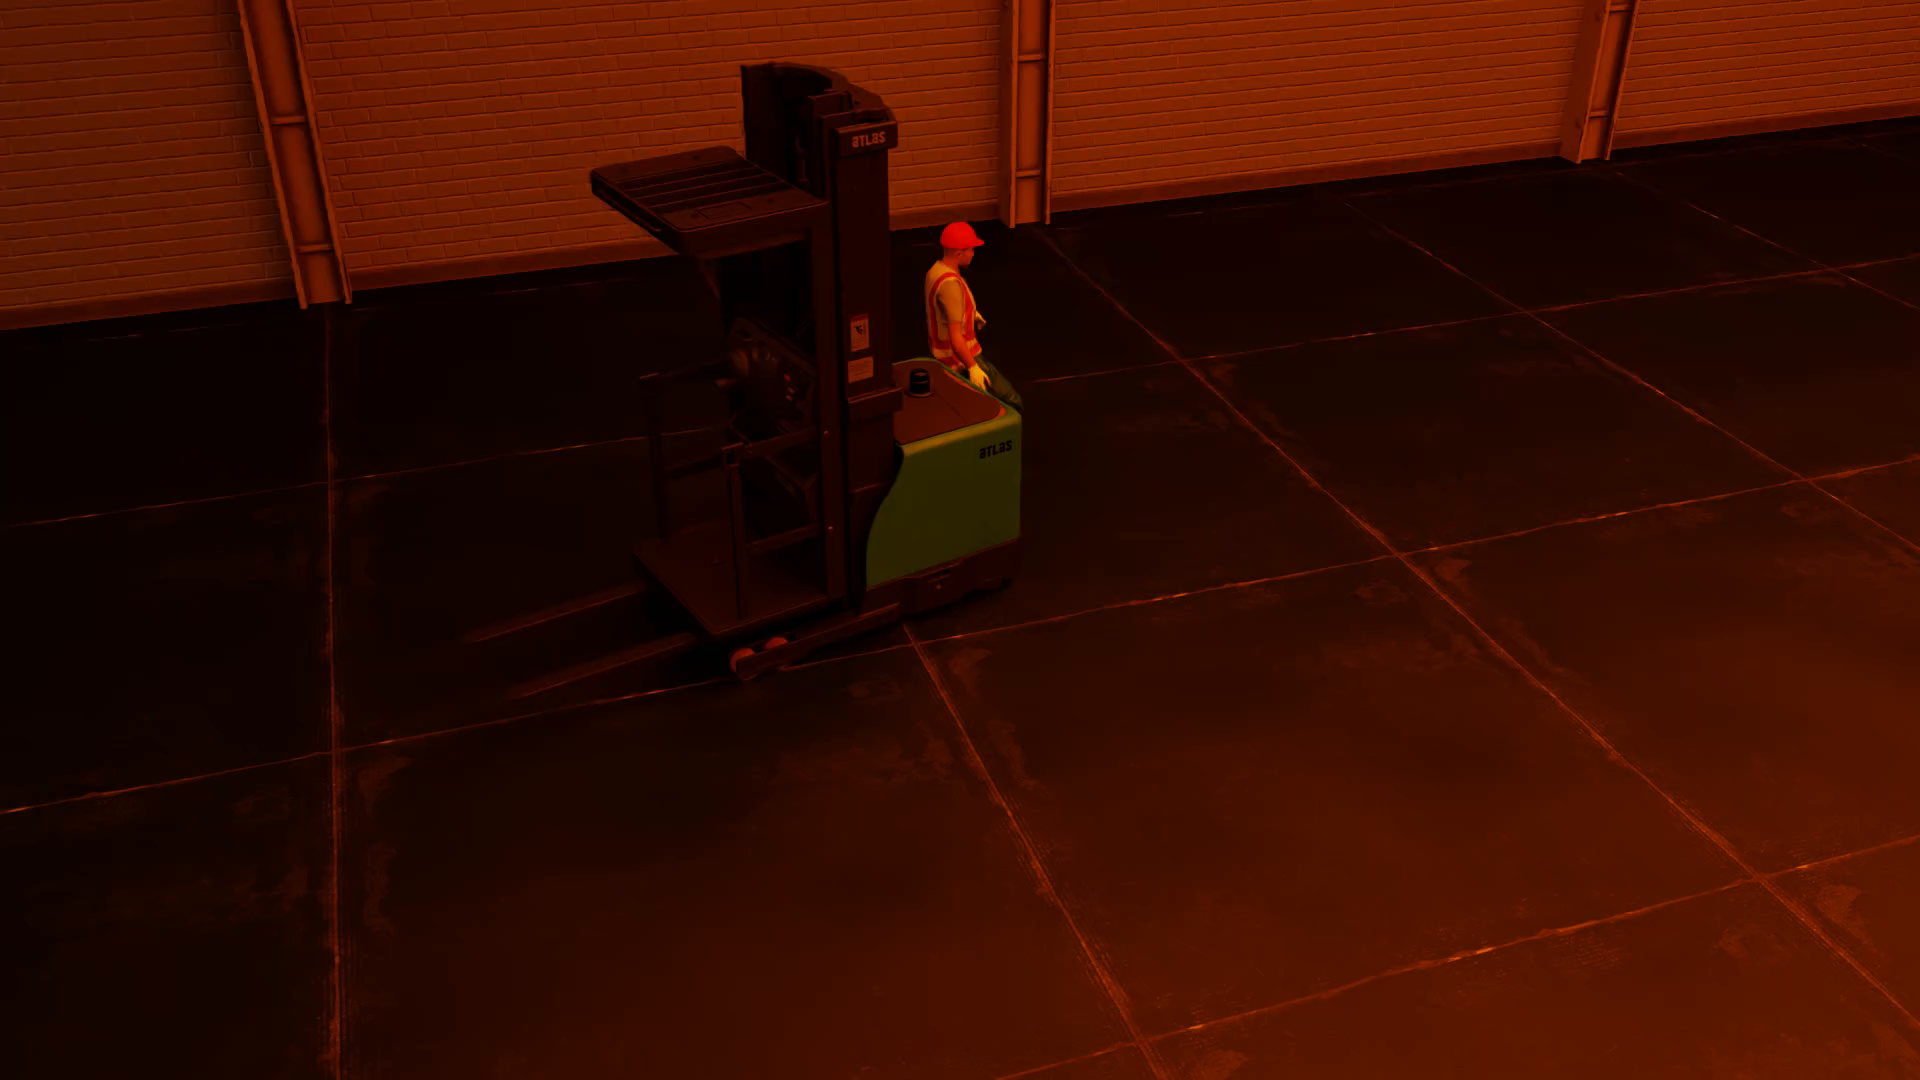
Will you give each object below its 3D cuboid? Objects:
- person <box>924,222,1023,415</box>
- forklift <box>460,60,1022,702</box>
[{"bbox_3d":[0.004,-1.206,10.502,0.680,1.649,0.994,-5,30,-8],"label":"person"},{"bbox_3d":[-1.160,-0.833,8.535,3.031,2.935,1.130,-18,34,-28],"label":"forklift"}]
